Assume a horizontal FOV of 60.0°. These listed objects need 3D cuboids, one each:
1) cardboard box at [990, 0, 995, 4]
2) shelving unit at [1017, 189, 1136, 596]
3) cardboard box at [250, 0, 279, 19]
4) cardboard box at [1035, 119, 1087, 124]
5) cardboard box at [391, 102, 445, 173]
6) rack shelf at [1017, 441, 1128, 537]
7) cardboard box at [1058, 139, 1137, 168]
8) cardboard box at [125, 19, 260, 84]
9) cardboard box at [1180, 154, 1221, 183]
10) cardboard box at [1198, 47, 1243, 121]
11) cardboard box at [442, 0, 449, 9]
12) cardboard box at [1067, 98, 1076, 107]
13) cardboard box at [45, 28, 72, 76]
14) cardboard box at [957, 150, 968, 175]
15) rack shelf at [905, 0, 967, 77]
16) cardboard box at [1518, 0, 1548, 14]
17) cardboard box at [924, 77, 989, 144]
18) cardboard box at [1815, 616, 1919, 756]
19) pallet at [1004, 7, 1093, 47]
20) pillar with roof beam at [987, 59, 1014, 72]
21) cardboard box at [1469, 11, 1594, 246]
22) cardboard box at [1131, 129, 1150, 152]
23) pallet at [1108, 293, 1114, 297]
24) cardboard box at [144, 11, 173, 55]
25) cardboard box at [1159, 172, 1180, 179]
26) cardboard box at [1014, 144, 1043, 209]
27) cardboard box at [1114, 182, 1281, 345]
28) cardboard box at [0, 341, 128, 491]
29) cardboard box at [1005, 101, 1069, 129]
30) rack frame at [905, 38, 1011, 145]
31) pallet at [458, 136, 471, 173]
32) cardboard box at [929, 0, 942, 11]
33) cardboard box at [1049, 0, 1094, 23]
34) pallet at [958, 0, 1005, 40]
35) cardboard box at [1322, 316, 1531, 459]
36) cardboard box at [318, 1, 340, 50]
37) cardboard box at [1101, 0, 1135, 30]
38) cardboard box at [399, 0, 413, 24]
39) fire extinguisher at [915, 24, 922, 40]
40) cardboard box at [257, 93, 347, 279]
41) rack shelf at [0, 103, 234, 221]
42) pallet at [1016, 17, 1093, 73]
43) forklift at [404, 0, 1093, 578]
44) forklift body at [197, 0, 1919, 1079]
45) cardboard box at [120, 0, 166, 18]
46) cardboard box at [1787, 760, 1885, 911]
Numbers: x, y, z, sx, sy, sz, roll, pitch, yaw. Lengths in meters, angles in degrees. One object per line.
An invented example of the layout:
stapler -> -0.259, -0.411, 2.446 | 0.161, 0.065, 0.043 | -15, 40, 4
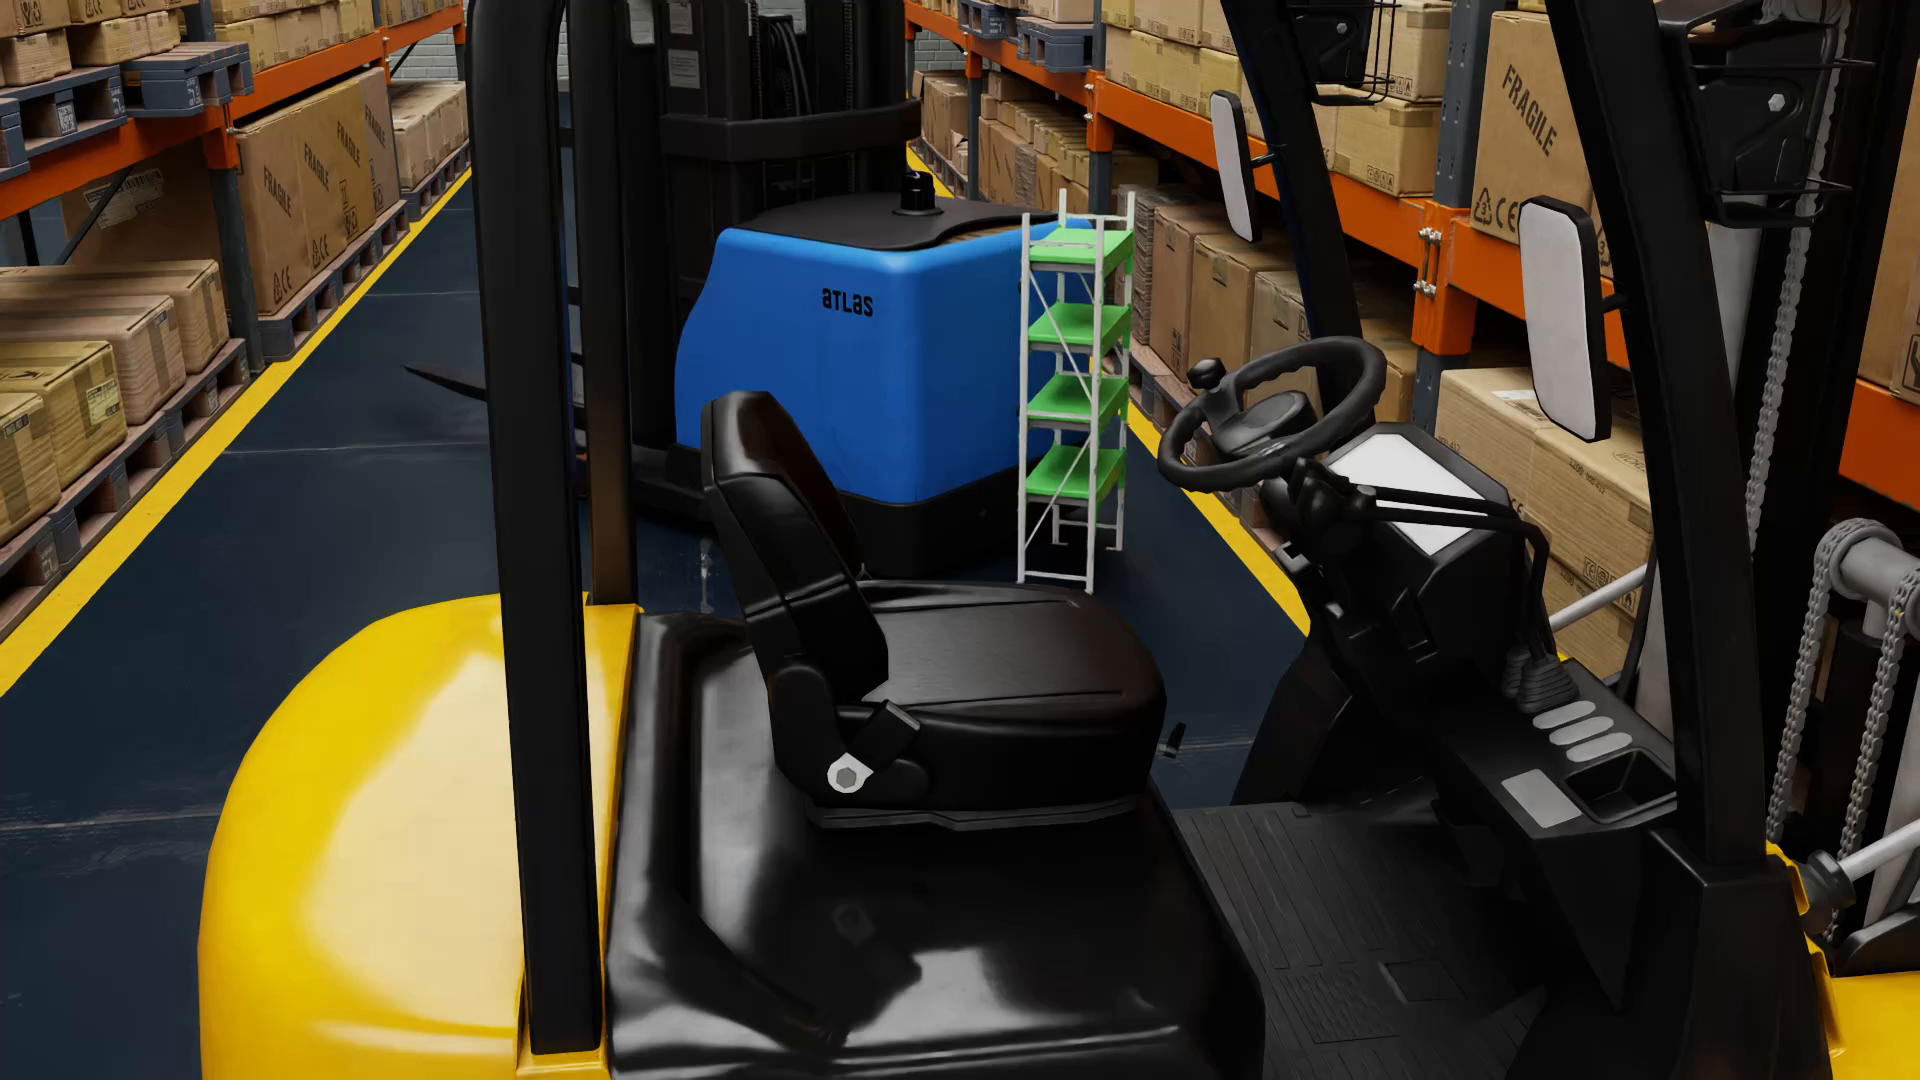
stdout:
cardboard box -> 0.378, -3.440, 10.230 | 0.396, 0.266, 0.258 | -2, 21, -5
shelving unit -> 0.365, -0.455, 5.219 | 0.258, 1.200, 0.503 | 6, 21, 15
cardboard box -> -3.680, -2.700, 8.159 | 0.500, 0.250, 0.500 | -2, 21, -6
cardboard box -> 0.663, -2.457, 10.053 | 0.380, 0.149, 0.250 | -3, 21, -8
cardboard box -> -4.468, -3.084, 12.747 | 0.875, 0.438, 0.875 | -4, 21, -9
rack shelf -> 0.365, -0.170, 5.325 | 0.258, 0.148, 0.480 | 6, 21, 15
cardboard box -> 0.748, -2.095, 9.085 | 0.380, 0.149, 0.250 | -4, 21, -10
cardboard box -> -3.599, -2.281, 7.752 | 0.500, 0.250, 0.500 | -3, 21, -9
cardboard box -> 1.367, -1.947, 8.688 | 0.380, 0.149, 0.250 | -2, 21, -5
cardboard box -> 1.178, -1.653, 6.069 | 0.500, 0.250, 0.500 | -2, 21, -6
cardboard box -> -4.542, -4.658, 13.758 | 0.500, 0.500, 0.500 | -3, 21, -9
cardboard box -> 0.939, -2.932, 11.325 | 0.380, 0.149, 0.250 | -3, 21, -8
cardboard box -> -3.196, -1.615, 5.511 | 0.380, 0.149, 0.250 | -4, 21, -9
cardboard box -> 0.186, -2.845, 12.522 | 0.380, 0.149, 0.250 | -4, 21, -9
rack shelf -> 0.269, -4.162, 13.600 | 1.077, 0.370, 4.000 | -3, 21, -8
cardboard box -> 1.496, -1.263, 3.742 | 0.380, 0.149, 0.250 | -3, 21, -9
cardboard box -> 0.060, -3.702, 14.314 | 0.700, 0.500, 0.500 | -2, 21, -6
cardboard box -> 1.684, 0.301, 2.523 | 0.500, 0.250, 0.500 | -3, 21, -9
pallet -> 0.849, -3.004, 9.747 | 1.003, 0.211, 1.213 | -3, 21, -8
pillar with roof beam -> -3.776, -8.763, 16.318 | 9.100, 9.000, 0.400 | -3, 21, -8
cardboard box -> 1.516, -0.916, 3.740 | 0.500, 0.500, 0.500 | -3, 21, -9
cardboard box -> 1.207, -2.309, 9.657 | 0.380, 0.149, 0.250 | -3, 21, -9
pallet -> 1.063, -1.375, 9.097 | 1.003, 0.211, 1.213 | -3, 21, -8
cardboard box -> -3.307, -1.973, 6.470 | 0.380, 0.149, 0.250 | -3, 21, -8
cardboard box -> 1.299, -1.778, 9.162 | 0.500, 0.500, 0.500 | -3, 21, -8
cardboard box -> 0.627, -2.116, 10.068 | 0.500, 0.500, 0.500 | -4, 21, -10
cardboard box -> 1.210, -1.289, 7.674 | 0.875, 0.625, 0.625 | -2, 21, -6
cardboard box -> -3.488, -0.421, 5.712 | 0.950, 0.372, 0.625 | -2, 21, -6
cardboard box -> 0.510, -2.818, 11.019 | 0.380, 0.149, 0.250 | -4, 21, -11
rack frame -> -0.020, -5.191, 15.328 | 1.000, 3.000, 0.127 | -3, 21, -8
pallet -> -4.738, -3.360, 14.411 | 1.003, 0.211, 1.213 | -3, 21, -8
cardboard box -> -0.049, -4.407, 13.588 | 0.380, 0.149, 0.250 | -2, 21, -7
cardboard box -> 0.659, -2.708, 8.439 | 0.380, 0.149, 0.250 | -3, 21, -7
pallet -> 0.564, -3.434, 10.898 | 1.003, 0.211, 1.213 | -3, 21, -8
cardboard box -> 1.624, -0.301, 5.028 | 0.875, 0.625, 0.625 | -2, 21, -5
cardboard box -> -3.914, -2.990, 9.648 | 0.500, 0.250, 0.500 | -3, 21, -9
cardboard box -> 0.931, -2.418, 7.403 | 0.500, 0.250, 0.500 | -3, 21, -8
cardboard box -> -4.231, -3.951, 11.866 | 0.500, 0.500, 0.500 | -3, 21, -7
fire extinguisher -> -0.498, -5.008, 15.480 | 0.296, 0.674, 0.183 | -3, 21, -8
cardboard box -> -3.919, -1.923, 9.015 | 0.875, 0.875, 0.875 | -3, 21, -7
rack shelf -> -3.489, -1.140, 5.510 | 1.077, 0.370, 4.000 | -3, 21, -8
pallet -> 0.967, -2.562, 8.564 | 1.213, 0.211, 1.003 | -3, 21, -8
forklift -> -0.991, -1.653, 5.953 | 3.031, 2.935, 1.130 | 16, 26, 37
forklift body -> 0.208, 0.182, 2.156 | 2.313, 2.155, 1.214 | -3, 21, -8
cardboard box -> -3.352, -2.231, 6.233 | 0.500, 0.500, 0.500 | -3, 21, -9
cardboard box -> 1.682, 0.528, 2.631 | 0.500, 0.250, 0.500 | -3, 21, -8
